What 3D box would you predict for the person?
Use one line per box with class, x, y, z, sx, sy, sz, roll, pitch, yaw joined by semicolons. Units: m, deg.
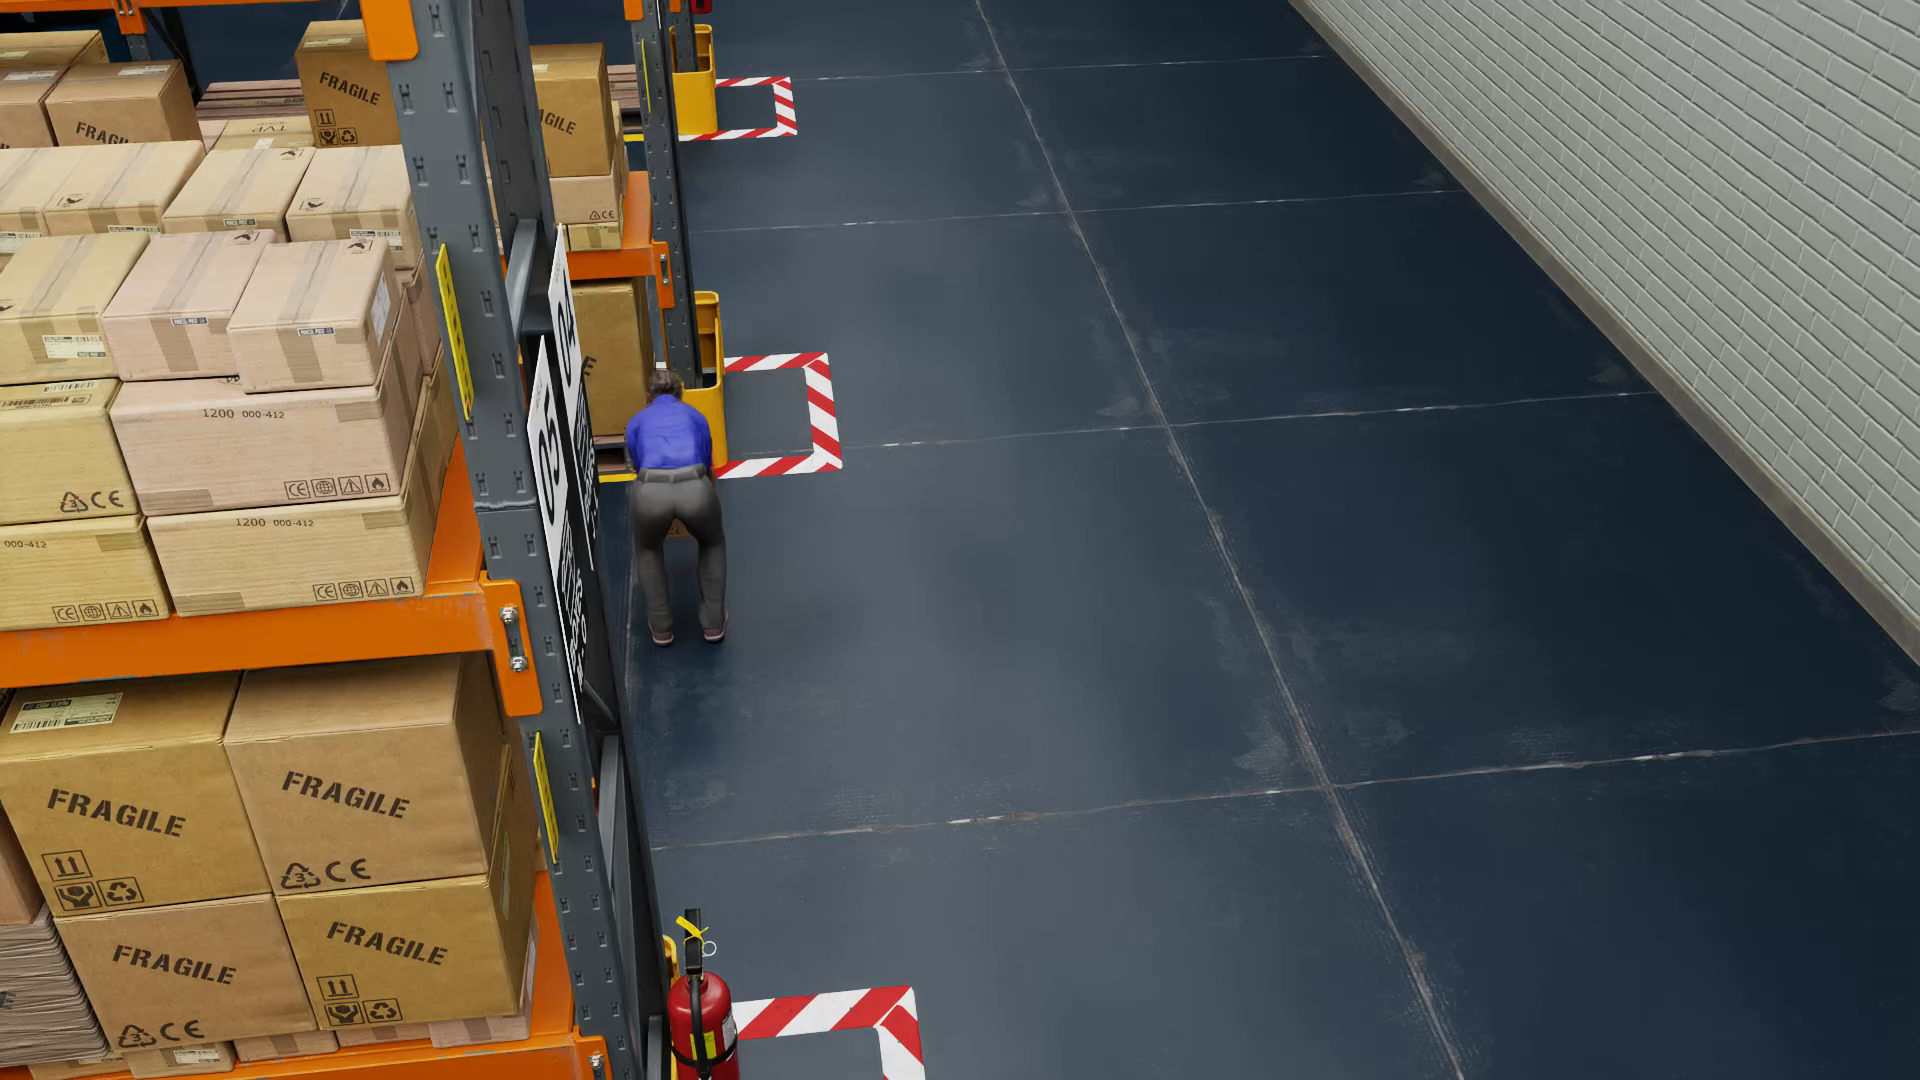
person;-1.335;-0.150;7.845;0.422;1.112;0.867;-5;35;-8
